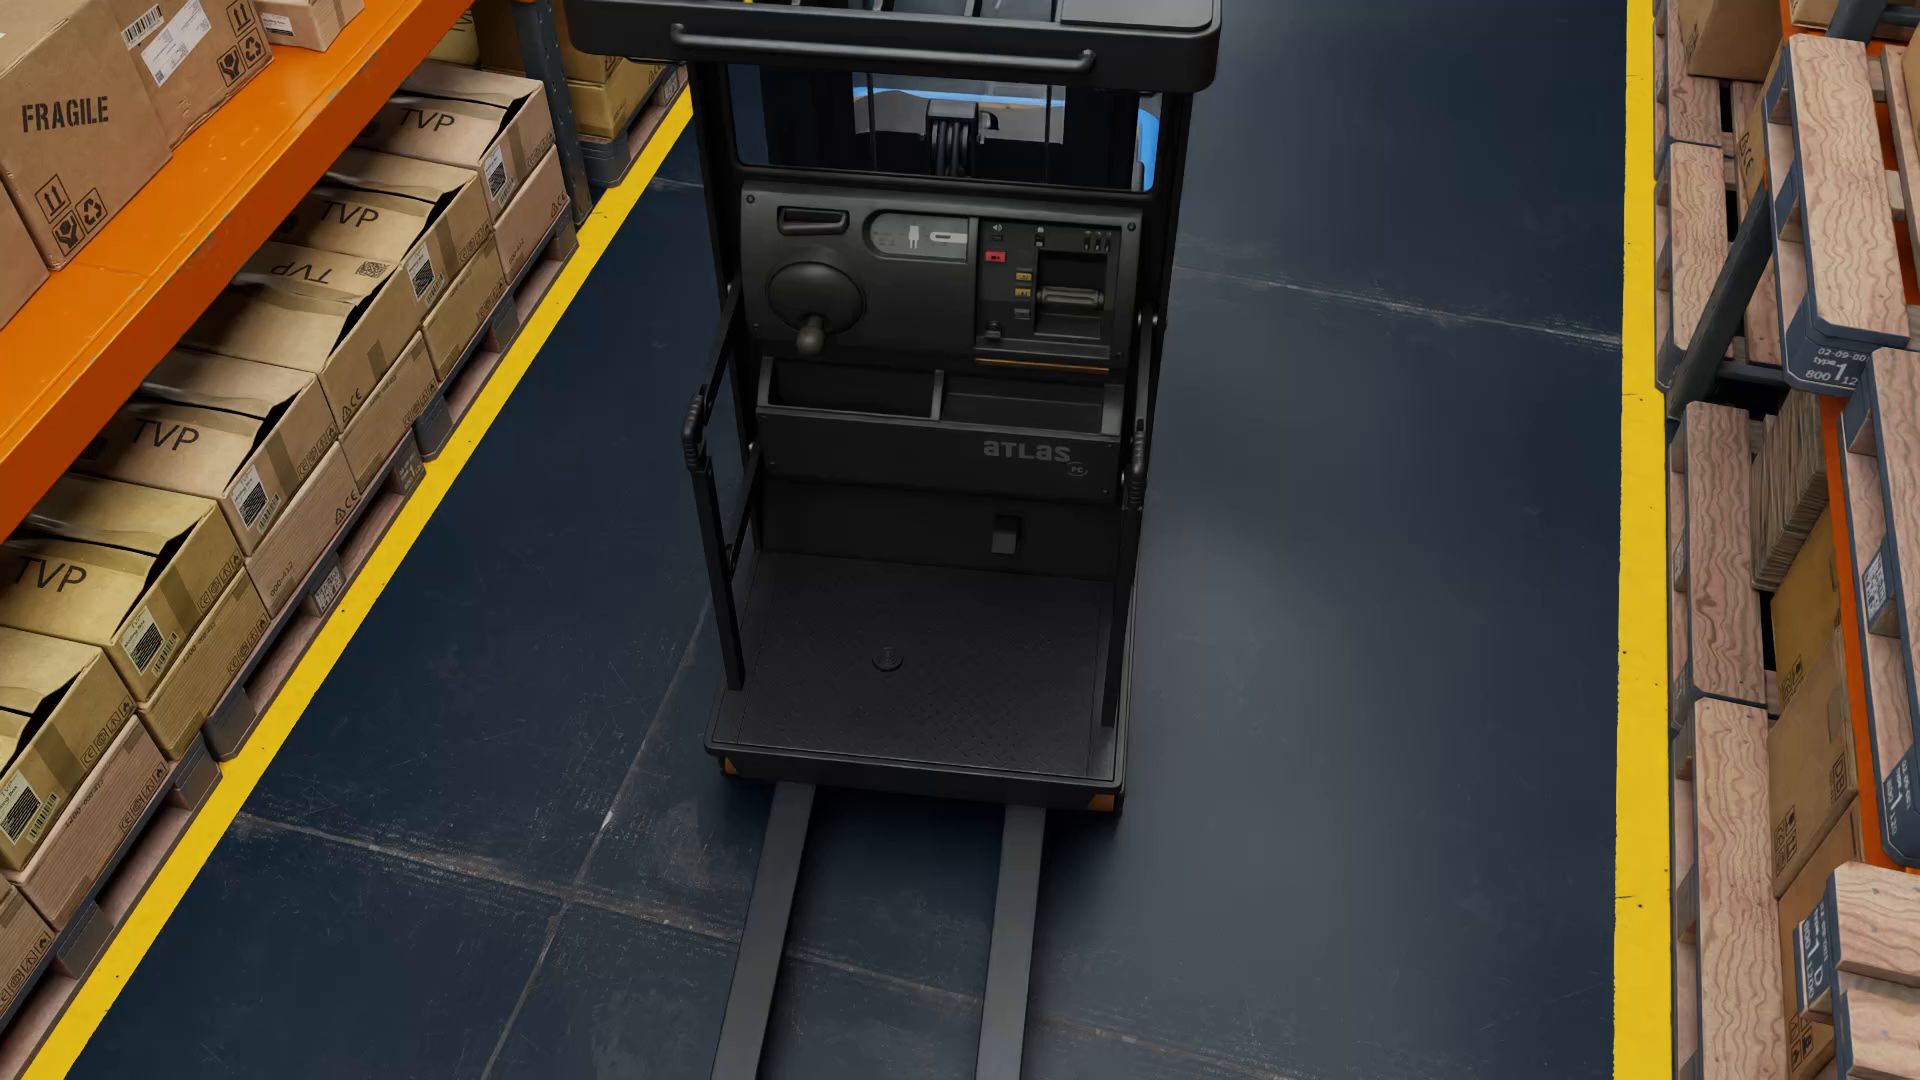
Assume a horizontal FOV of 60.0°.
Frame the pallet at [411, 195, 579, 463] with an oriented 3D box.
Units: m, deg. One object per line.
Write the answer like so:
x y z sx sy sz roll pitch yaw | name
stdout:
-2.058 -0.853 5.862 1.003 0.211 1.213 12 50 10 | pallet

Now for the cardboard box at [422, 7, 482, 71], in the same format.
-1.991 -1.924 6.501 0.500 0.250 0.500 12 50 10 | cardboard box

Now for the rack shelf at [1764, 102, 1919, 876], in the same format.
2.352 0.344 3.426 1.077 0.370 4.000 12 50 10 | rack shelf

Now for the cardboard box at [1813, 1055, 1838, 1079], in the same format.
2.212 1.353 3.429 0.700 0.500 0.500 11 50 10 | cardboard box

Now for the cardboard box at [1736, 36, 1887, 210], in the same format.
3.113 -1.418 5.875 0.500 0.500 0.500 8 49 7 | cardboard box

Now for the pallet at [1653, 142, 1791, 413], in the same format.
3.021 -0.911 5.913 1.003 0.211 1.213 12 50 10 | pallet

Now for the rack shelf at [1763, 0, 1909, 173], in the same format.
3.405 -2.550 5.979 1.077 0.370 4.000 12 50 10 | rack shelf

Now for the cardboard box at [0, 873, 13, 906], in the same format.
-2.533 0.842 3.686 0.500 0.311 0.500 13 50 11 | cardboard box

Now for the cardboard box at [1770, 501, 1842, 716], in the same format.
2.613 0.260 4.394 0.700 0.500 0.500 11 49 9 | cardboard box

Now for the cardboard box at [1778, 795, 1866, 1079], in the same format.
2.316 0.988 3.751 0.700 0.500 0.500 11 50 10 | cardboard box

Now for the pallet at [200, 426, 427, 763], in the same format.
-2.377 0.033 5.080 1.003 0.211 1.213 12 50 10 | pallet

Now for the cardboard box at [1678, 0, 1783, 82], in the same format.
3.271 -2.137 6.509 0.700 0.500 0.500 9 49 8 | cardboard box

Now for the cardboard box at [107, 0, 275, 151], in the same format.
-2.258 -1.416 4.432 0.500 0.500 0.500 15 50 13 | cardboard box

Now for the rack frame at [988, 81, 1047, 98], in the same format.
0.185 -1.412 6.245 0.240 0.006 1.200 4 49 4 | rack frame

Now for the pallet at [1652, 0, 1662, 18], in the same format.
3.663 -2.676 7.471 1.003 0.211 1.213 12 50 10 | pallet

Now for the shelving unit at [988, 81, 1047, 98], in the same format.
0.185 -1.352 6.314 0.258 0.189 1.200 4 49 4 | shelving unit

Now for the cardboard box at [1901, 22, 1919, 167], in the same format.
2.711 -1.158 3.912 0.700 0.500 0.500 12 50 10 | cardboard box

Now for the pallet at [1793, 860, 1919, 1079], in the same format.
1.910 1.079 2.425 1.213 0.211 1.003 12 50 10 | pallet

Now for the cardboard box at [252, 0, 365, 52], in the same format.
-1.956 -1.599 4.750 0.396 0.266 0.258 10 49 9 | cardboard box

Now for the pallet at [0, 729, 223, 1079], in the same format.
-2.700 0.912 4.304 1.003 0.211 1.213 12 50 10 | pallet

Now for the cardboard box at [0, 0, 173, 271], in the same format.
-2.390 -1.053 4.112 0.500 0.500 0.500 12 50 10 | cardboard box

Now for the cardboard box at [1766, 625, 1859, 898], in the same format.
2.440 0.621 4.075 0.700 0.500 0.500 12 50 10 | cardboard box

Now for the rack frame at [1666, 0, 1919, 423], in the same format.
2.878 -1.341 4.433 1.000 3.000 0.127 12 50 10 | rack frame

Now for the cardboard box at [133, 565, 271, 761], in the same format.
-2.271 0.286 4.550 0.500 0.250 0.500 10 49 9 | cardboard box

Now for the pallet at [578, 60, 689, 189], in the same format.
-1.652 -1.960 6.839 1.003 0.211 1.213 12 50 10 | pallet

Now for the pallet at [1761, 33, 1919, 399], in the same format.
2.537 -0.754 4.042 1.003 0.211 1.213 12 50 10 | pallet

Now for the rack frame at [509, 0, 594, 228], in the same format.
-1.902 -2.316 5.293 1.000 3.000 0.127 12 50 10 | rack frame

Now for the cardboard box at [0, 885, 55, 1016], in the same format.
-2.533 1.027 3.896 0.500 0.250 0.500 11 50 10 | cardboard box

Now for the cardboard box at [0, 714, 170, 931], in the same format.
-2.402 0.664 4.217 0.500 0.250 0.500 10 49 9 | cardboard box

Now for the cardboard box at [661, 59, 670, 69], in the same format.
-1.351 -2.181 6.728 0.500 0.250 0.500 12 50 10 | cardboard box

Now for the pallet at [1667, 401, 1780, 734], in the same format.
2.675 0.145 4.981 1.003 0.211 1.213 12 50 10 | pallet

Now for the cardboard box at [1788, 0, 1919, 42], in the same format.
2.710 -1.700 4.837 0.500 0.250 0.500 12 50 10 | cardboard box

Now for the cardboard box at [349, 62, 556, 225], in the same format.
-1.732 -1.381 5.648 0.500 0.311 0.500 12 50 10 | cardboard box

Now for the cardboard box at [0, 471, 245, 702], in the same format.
-2.267 0.092 4.348 0.500 0.311 0.500 10 49 9 | cardboard box

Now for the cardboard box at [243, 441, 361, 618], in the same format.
-2.136 -0.084 4.878 0.500 0.250 0.500 12 50 11 | cardboard box

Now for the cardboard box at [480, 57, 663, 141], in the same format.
-1.487 -1.821 6.410 0.500 0.250 0.500 12 50 10 | cardboard box

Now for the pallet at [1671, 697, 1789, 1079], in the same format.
2.356 1.030 4.200 1.003 0.211 1.213 12 50 10 | pallet

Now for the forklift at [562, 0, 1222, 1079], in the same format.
-0.073 -0.505 3.741 1.130 2.935 3.031 5 49 4 | forklift

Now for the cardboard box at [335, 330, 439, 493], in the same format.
-2.000 -0.452 5.202 0.500 0.250 0.500 13 50 11 | cardboard box

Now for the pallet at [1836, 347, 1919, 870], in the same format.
2.307 0.176 3.222 1.003 0.211 1.213 12 50 10 | pallet

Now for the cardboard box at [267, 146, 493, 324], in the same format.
-1.863 -1.004 5.315 0.500 0.311 0.500 13 50 11 | cardboard box

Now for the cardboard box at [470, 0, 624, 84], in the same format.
-1.478 -2.067 6.127 0.500 0.500 0.500 12 50 10 | cardboard box

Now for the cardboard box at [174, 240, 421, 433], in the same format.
-1.996 -0.643 4.997 0.500 0.311 0.500 11 50 10 | cardboard box

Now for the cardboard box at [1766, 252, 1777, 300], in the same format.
2.990 -0.942 5.677 0.380 0.166 0.250 6 49 5 | cardboard box

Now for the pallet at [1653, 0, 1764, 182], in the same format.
3.340 -1.796 6.695 1.003 0.211 1.213 12 50 10 | pallet

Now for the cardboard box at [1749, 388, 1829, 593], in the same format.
2.701 -0.124 4.732 0.700 0.500 0.500 13 50 11 | cardboard box

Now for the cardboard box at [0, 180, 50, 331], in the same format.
-2.529 -0.673 3.776 0.500 0.500 0.500 9 49 8 | cardboard box

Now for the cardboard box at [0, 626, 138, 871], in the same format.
-2.403 0.460 4.023 0.500 0.311 0.500 10 49 9 | cardboard box

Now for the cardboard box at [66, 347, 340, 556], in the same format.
-2.132 -0.280 4.676 0.500 0.311 0.500 11 49 10 | cardboard box

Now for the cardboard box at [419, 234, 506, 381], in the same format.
-1.866 -0.822 5.529 0.500 0.250 0.500 11 49 9 | cardboard box

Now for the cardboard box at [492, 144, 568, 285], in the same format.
-1.731 -1.188 5.852 0.500 0.250 0.500 11 50 10 | cardboard box
